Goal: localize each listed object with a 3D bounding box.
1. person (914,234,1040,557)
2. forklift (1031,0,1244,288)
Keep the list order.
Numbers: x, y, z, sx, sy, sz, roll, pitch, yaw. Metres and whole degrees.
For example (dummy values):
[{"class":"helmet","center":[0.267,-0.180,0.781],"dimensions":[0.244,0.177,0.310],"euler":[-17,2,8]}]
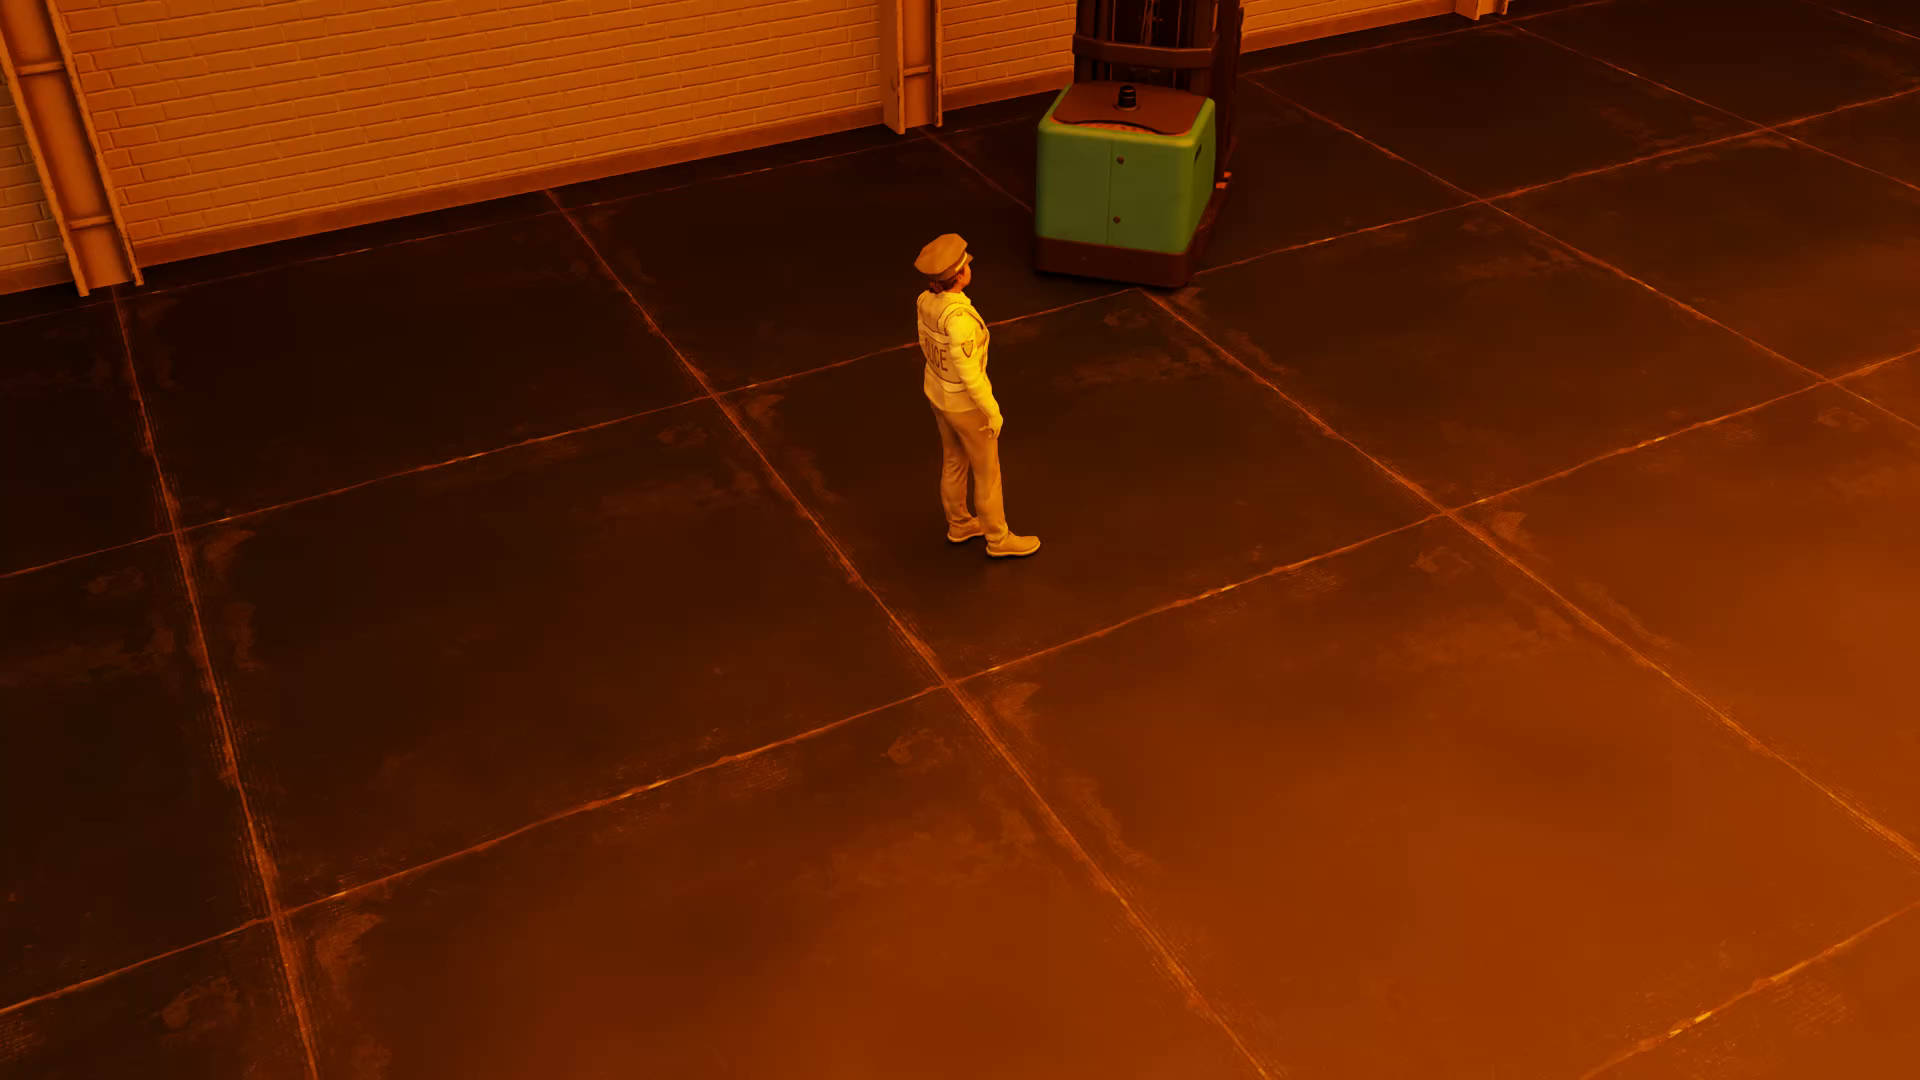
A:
[{"class":"person","center":[0.063,-0.713,8.191],"dimensions":[0.531,1.695,0.587],"euler":[-17,39,-23]},{"class":"forklift","center":[1.395,-3.694,11.349],"dimensions":[1.130,2.935,3.031],"euler":[10,36,14]}]
